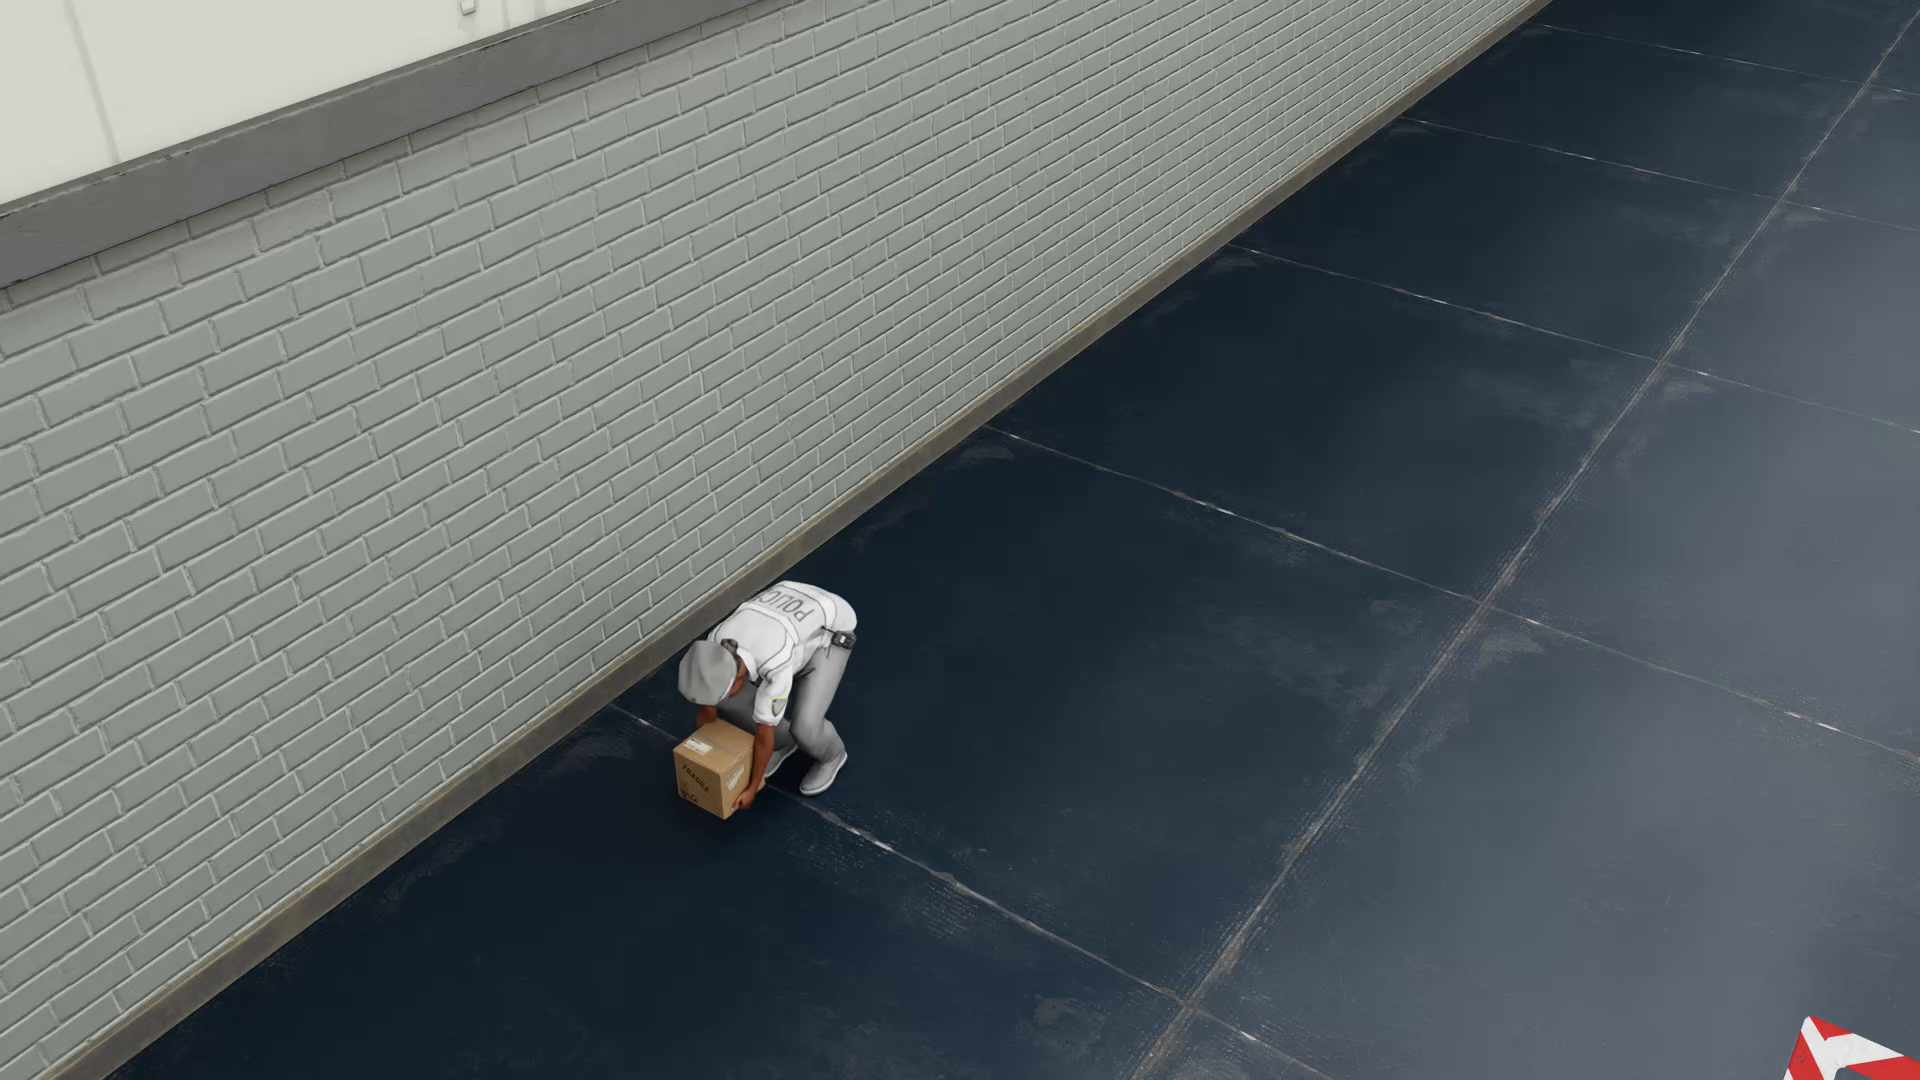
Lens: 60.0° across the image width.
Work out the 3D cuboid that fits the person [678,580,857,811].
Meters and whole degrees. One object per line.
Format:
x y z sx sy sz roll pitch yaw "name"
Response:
-0.775 0.652 6.800 0.463 0.989 0.927 20 39 26 "person"
